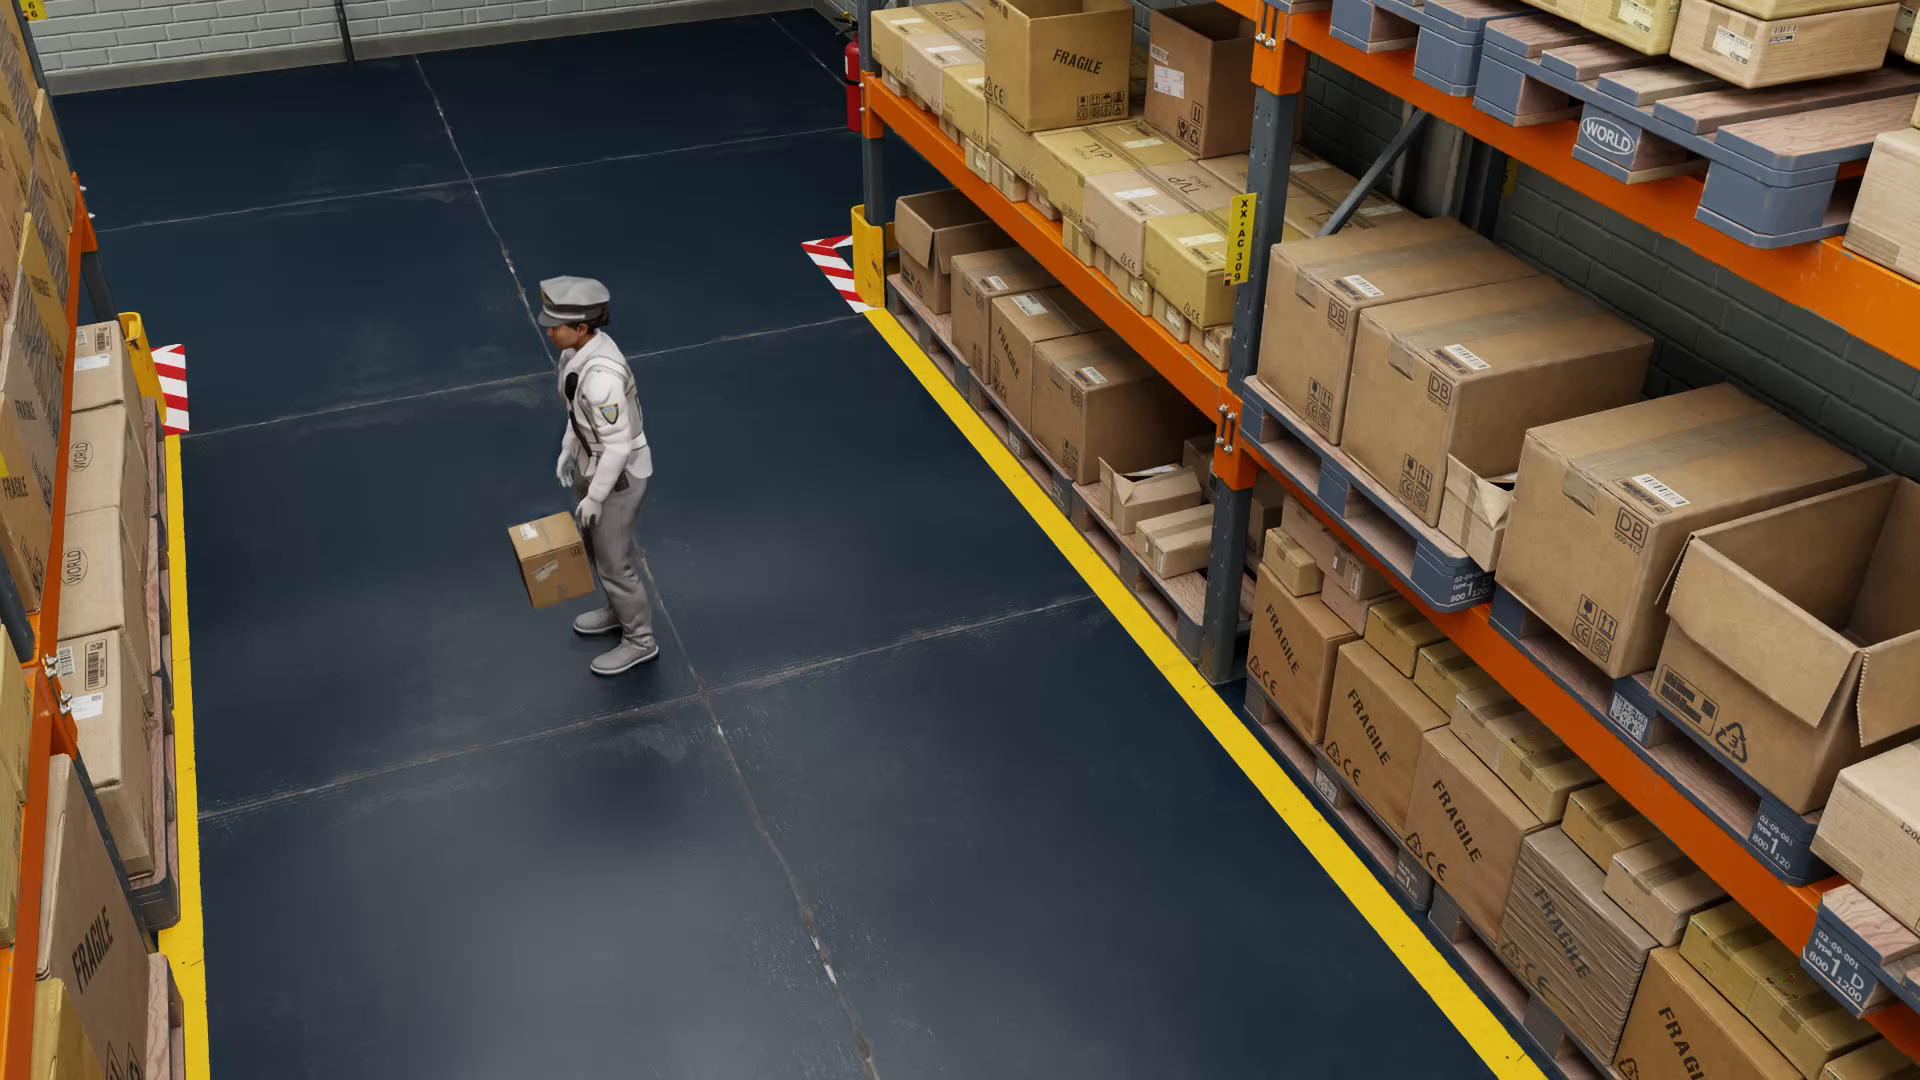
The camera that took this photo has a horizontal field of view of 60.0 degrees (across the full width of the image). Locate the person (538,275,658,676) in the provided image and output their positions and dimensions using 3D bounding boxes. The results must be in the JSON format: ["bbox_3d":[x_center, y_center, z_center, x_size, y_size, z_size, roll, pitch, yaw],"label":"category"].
[{"bbox_3d":[-1.414,-0.267,6.529,0.346,1.673,0.438,-14,36,-20],"label":"person"}]
